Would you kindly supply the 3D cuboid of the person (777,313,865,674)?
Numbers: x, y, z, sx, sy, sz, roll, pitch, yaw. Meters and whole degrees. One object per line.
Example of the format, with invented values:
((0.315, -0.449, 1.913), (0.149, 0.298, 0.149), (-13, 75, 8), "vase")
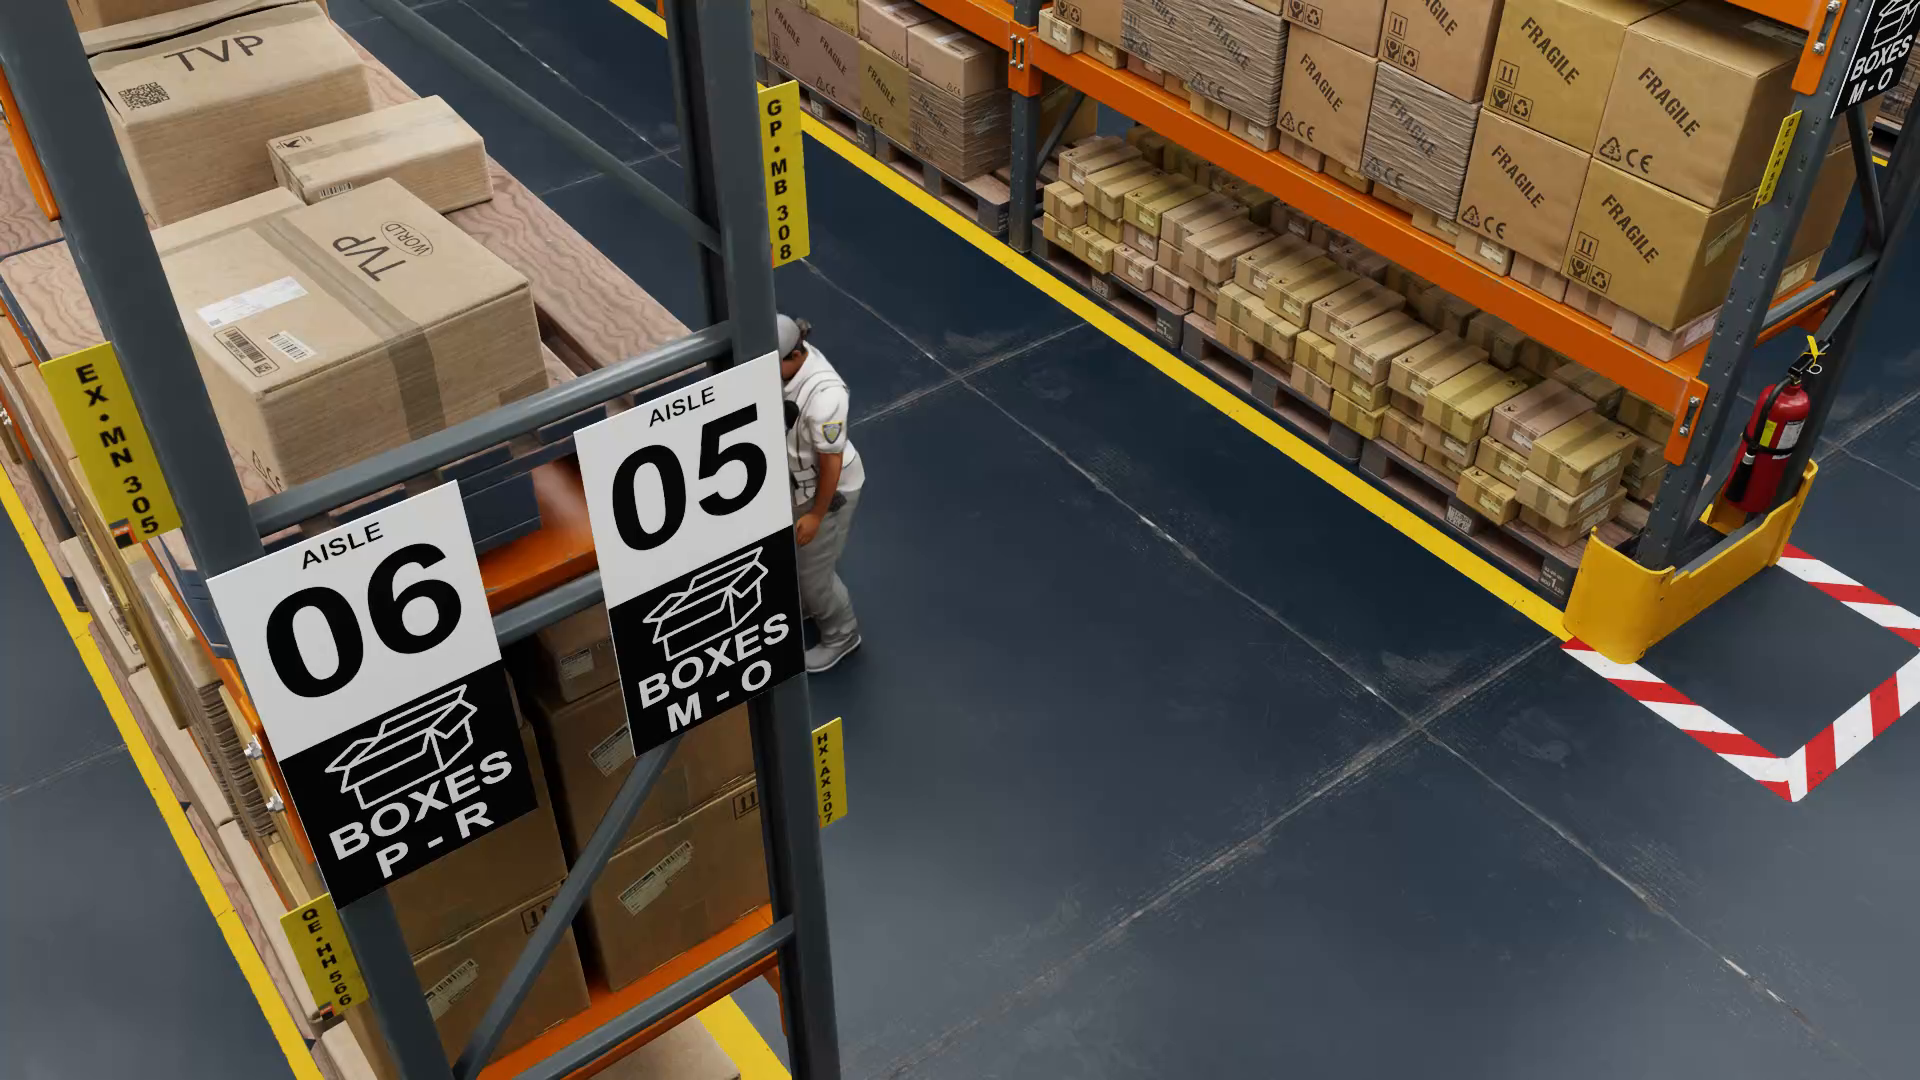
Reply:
((-0.602, -0.189, 6.411), (0.452, 1.633, 0.489), (-25, 47, -27), "person")
